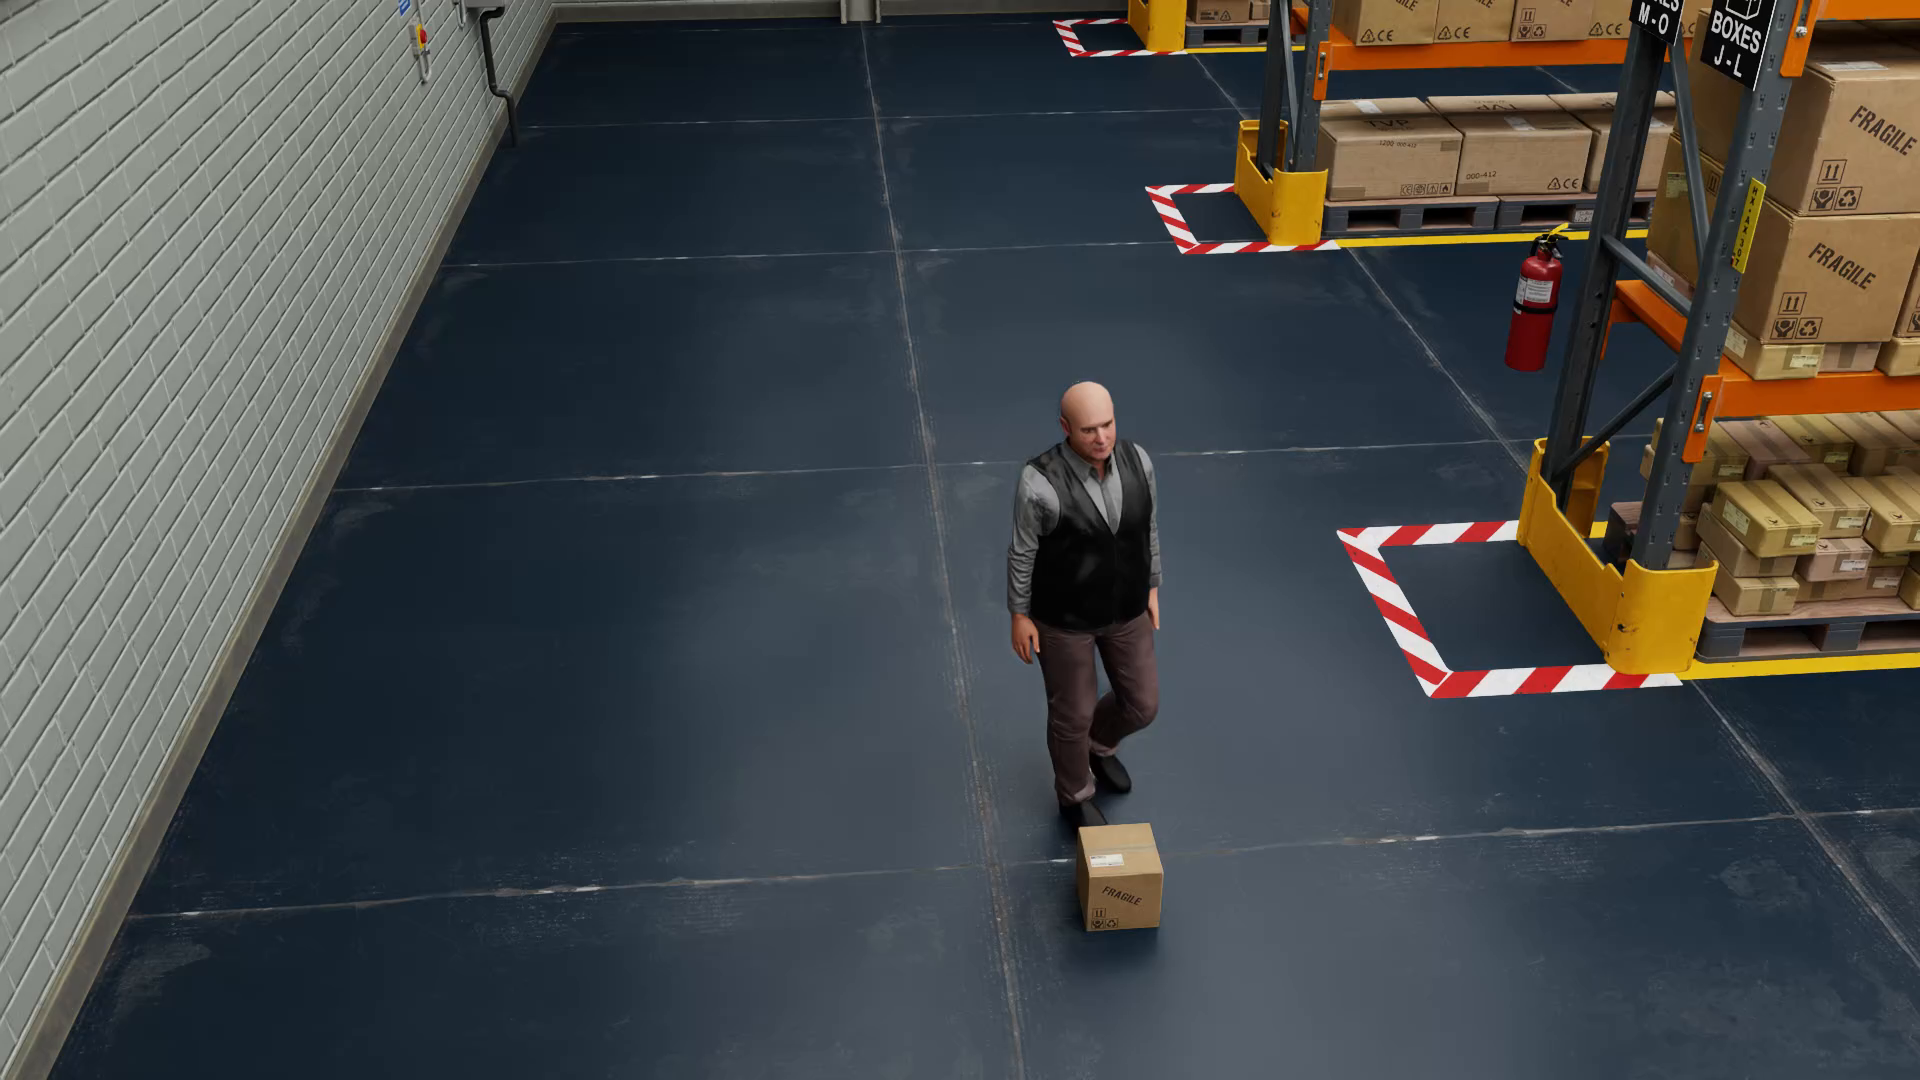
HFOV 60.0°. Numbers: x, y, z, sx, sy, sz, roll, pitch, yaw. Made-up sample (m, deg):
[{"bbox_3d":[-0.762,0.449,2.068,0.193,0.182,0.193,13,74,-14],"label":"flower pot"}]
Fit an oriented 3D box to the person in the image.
[{"bbox_3d":[0.445,0.260,5.715,0.557,1.736,0.479,-15,34,-23],"label":"person"}]
